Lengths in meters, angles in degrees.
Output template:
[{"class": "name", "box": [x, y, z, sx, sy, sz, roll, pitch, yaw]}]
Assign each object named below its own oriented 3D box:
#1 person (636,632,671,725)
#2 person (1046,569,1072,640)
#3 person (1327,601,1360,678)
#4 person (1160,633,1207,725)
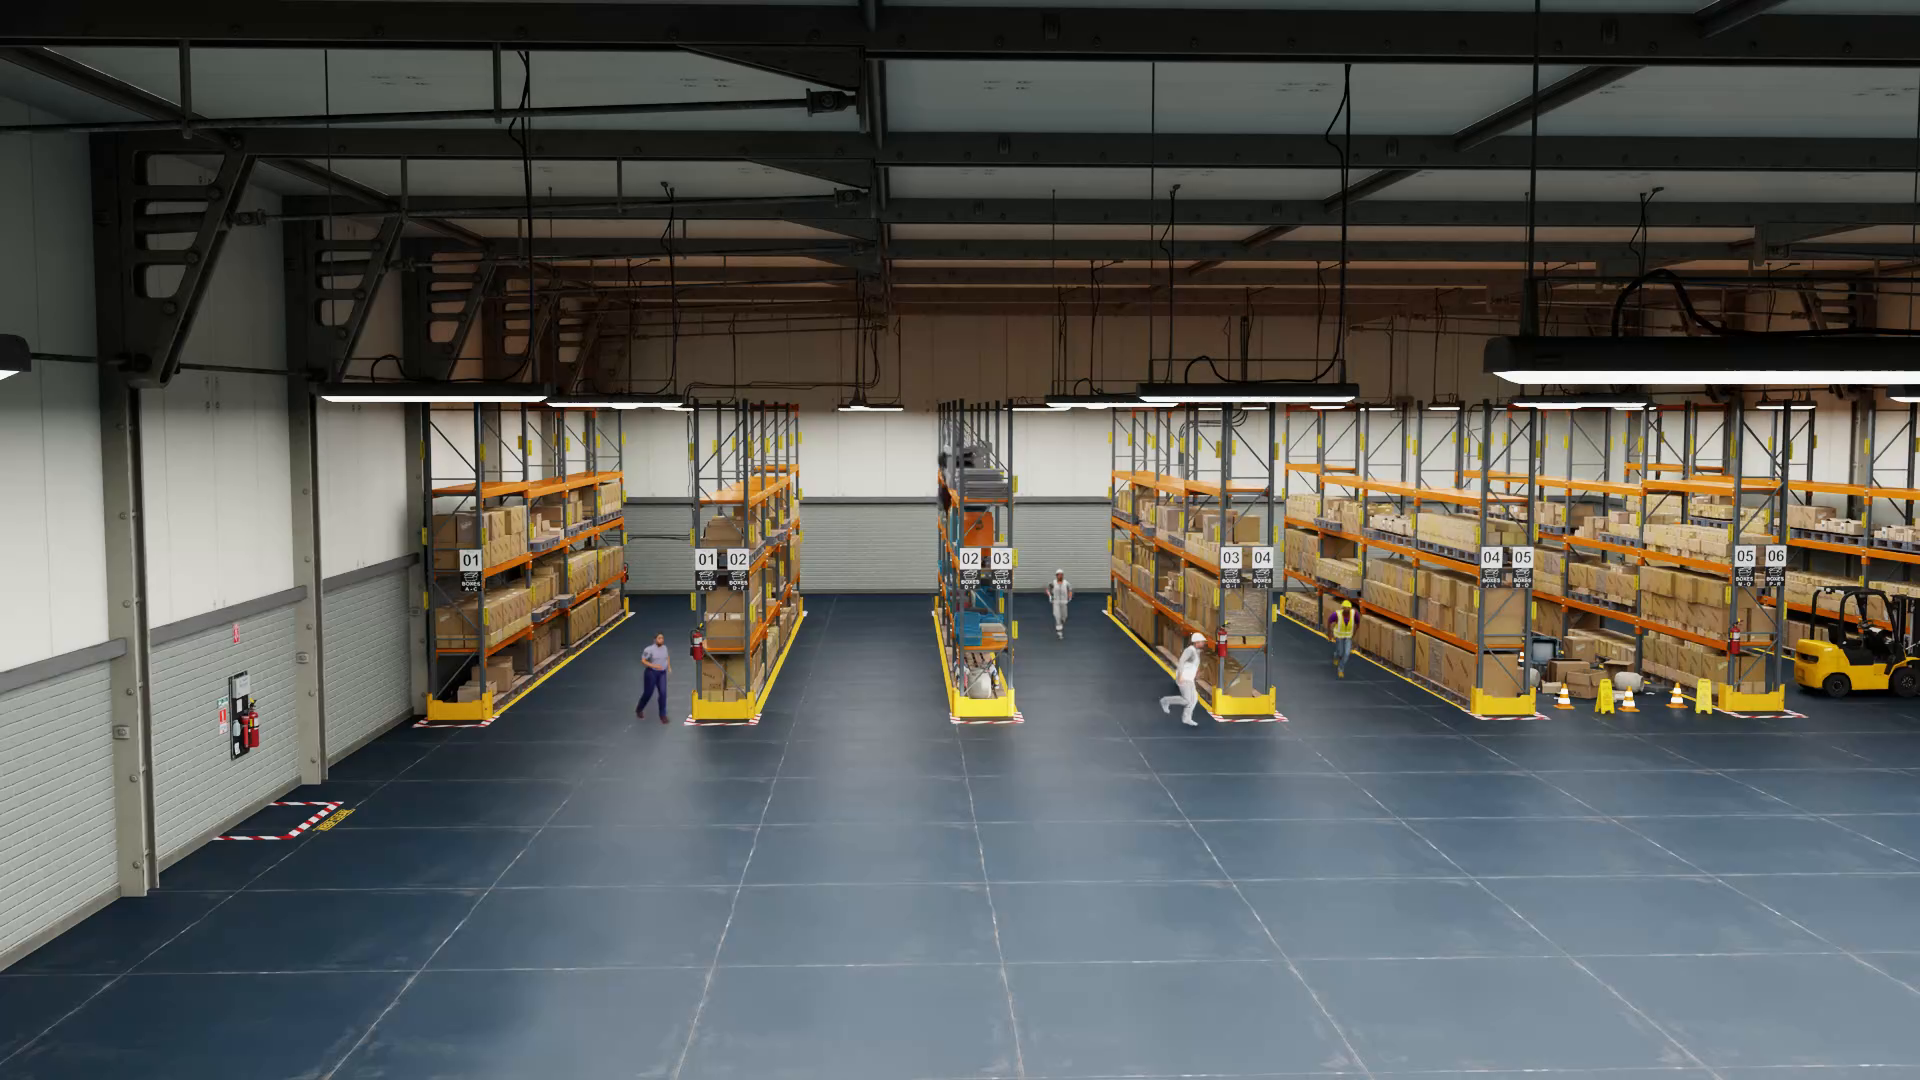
[{"class": "person", "box": [-5.642, 2.550, 30.942, 0.647, 1.676, 0.848, -3, 6, -38]}, {"class": "person", "box": [2.529, 1.633, 42.408, 0.653, 1.774, 0.819, 0, 4, -3]}, {"class": "person", "box": [8.373, 2.141, 36.353, 0.698, 1.695, 0.852, 0, 4, -6]}, {"class": "person", "box": [4.166, 2.561, 30.729, 0.798, 1.720, 0.656, 1, 5, 16]}]
